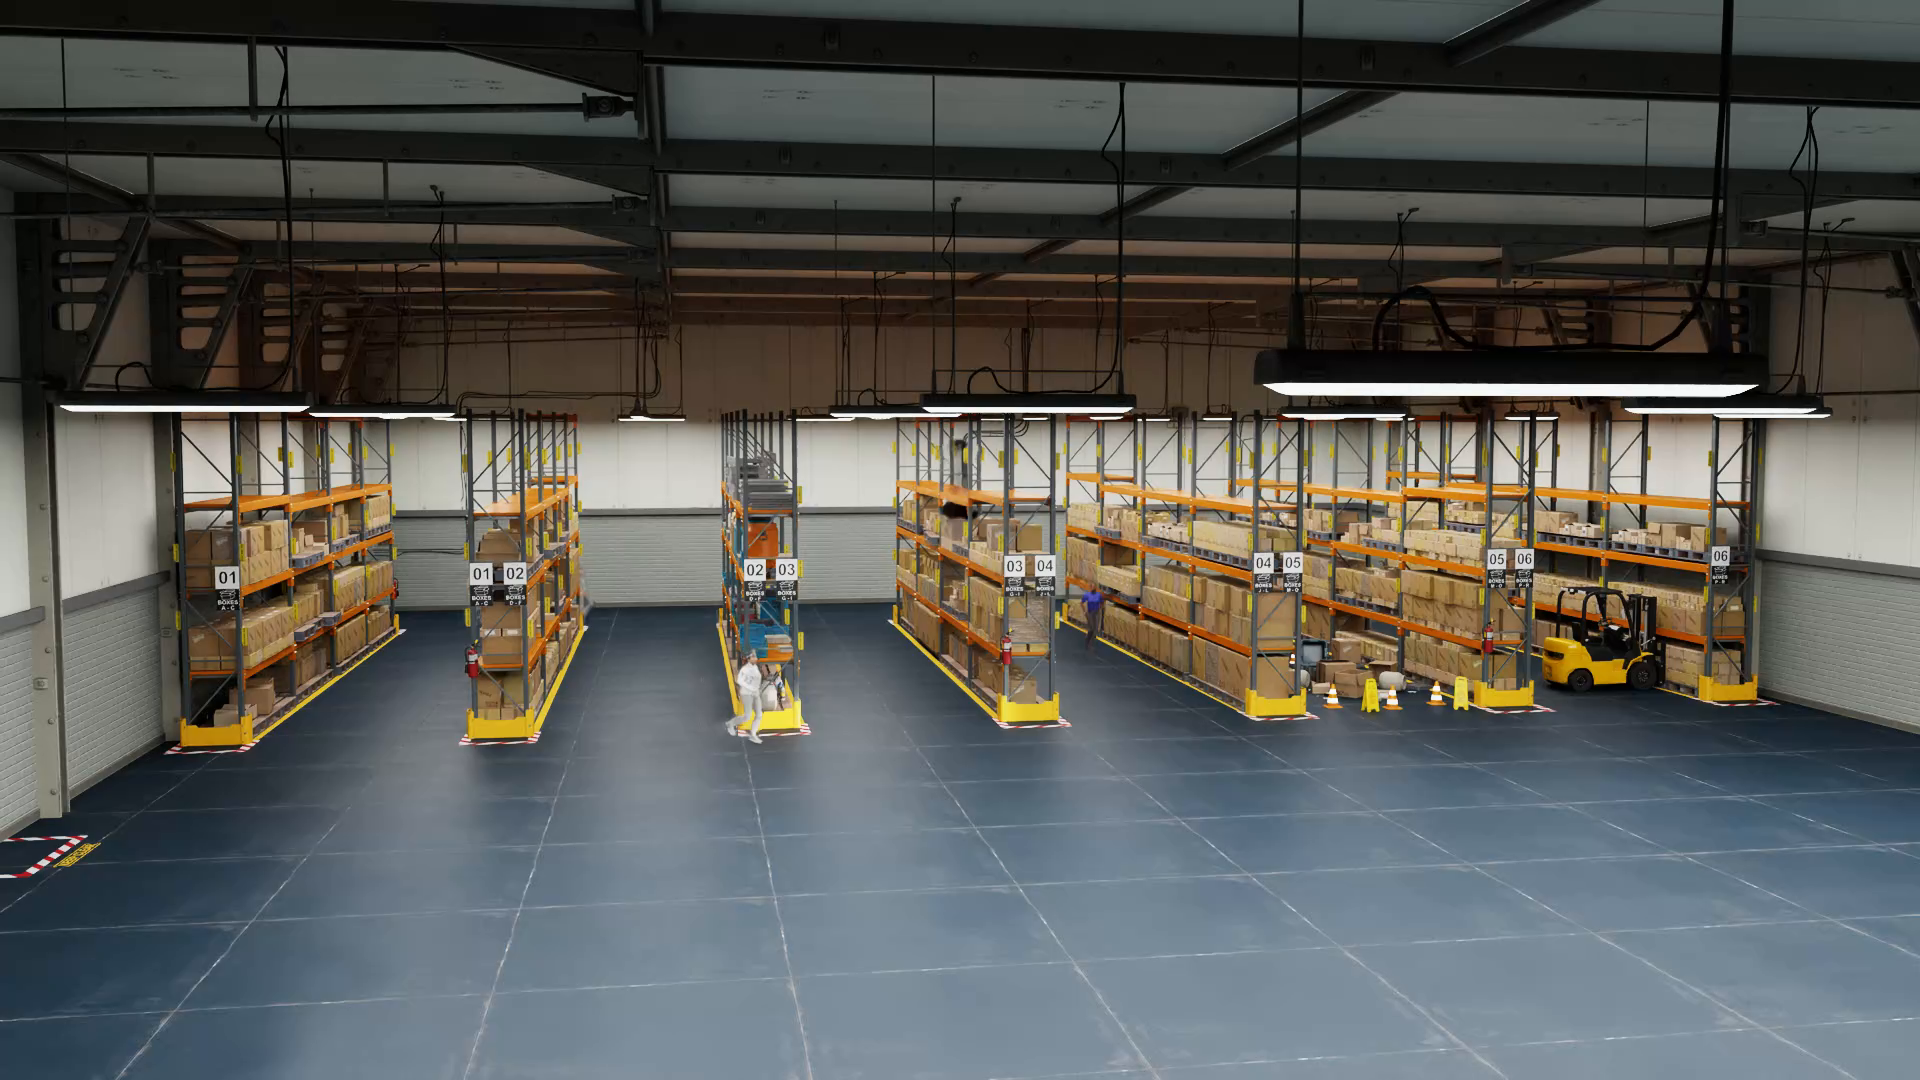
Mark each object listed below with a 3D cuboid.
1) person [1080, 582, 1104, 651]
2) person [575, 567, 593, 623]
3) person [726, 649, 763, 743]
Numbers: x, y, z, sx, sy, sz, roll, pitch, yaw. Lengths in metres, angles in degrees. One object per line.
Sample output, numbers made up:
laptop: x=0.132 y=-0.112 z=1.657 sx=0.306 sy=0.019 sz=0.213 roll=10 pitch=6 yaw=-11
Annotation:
person: x=3.220 y=1.845 z=39.927 sx=0.560 sy=1.657 sz=0.571 roll=-1 pitch=4 yaw=-14
person: x=-10.786 y=1.594 z=47.444 sx=0.596 sy=1.633 sz=0.582 roll=0 pitch=4 yaw=-4
person: x=-3.839 y=2.802 z=30.069 sx=0.739 sy=1.678 sz=0.642 roll=2 pitch=5 yaw=28
